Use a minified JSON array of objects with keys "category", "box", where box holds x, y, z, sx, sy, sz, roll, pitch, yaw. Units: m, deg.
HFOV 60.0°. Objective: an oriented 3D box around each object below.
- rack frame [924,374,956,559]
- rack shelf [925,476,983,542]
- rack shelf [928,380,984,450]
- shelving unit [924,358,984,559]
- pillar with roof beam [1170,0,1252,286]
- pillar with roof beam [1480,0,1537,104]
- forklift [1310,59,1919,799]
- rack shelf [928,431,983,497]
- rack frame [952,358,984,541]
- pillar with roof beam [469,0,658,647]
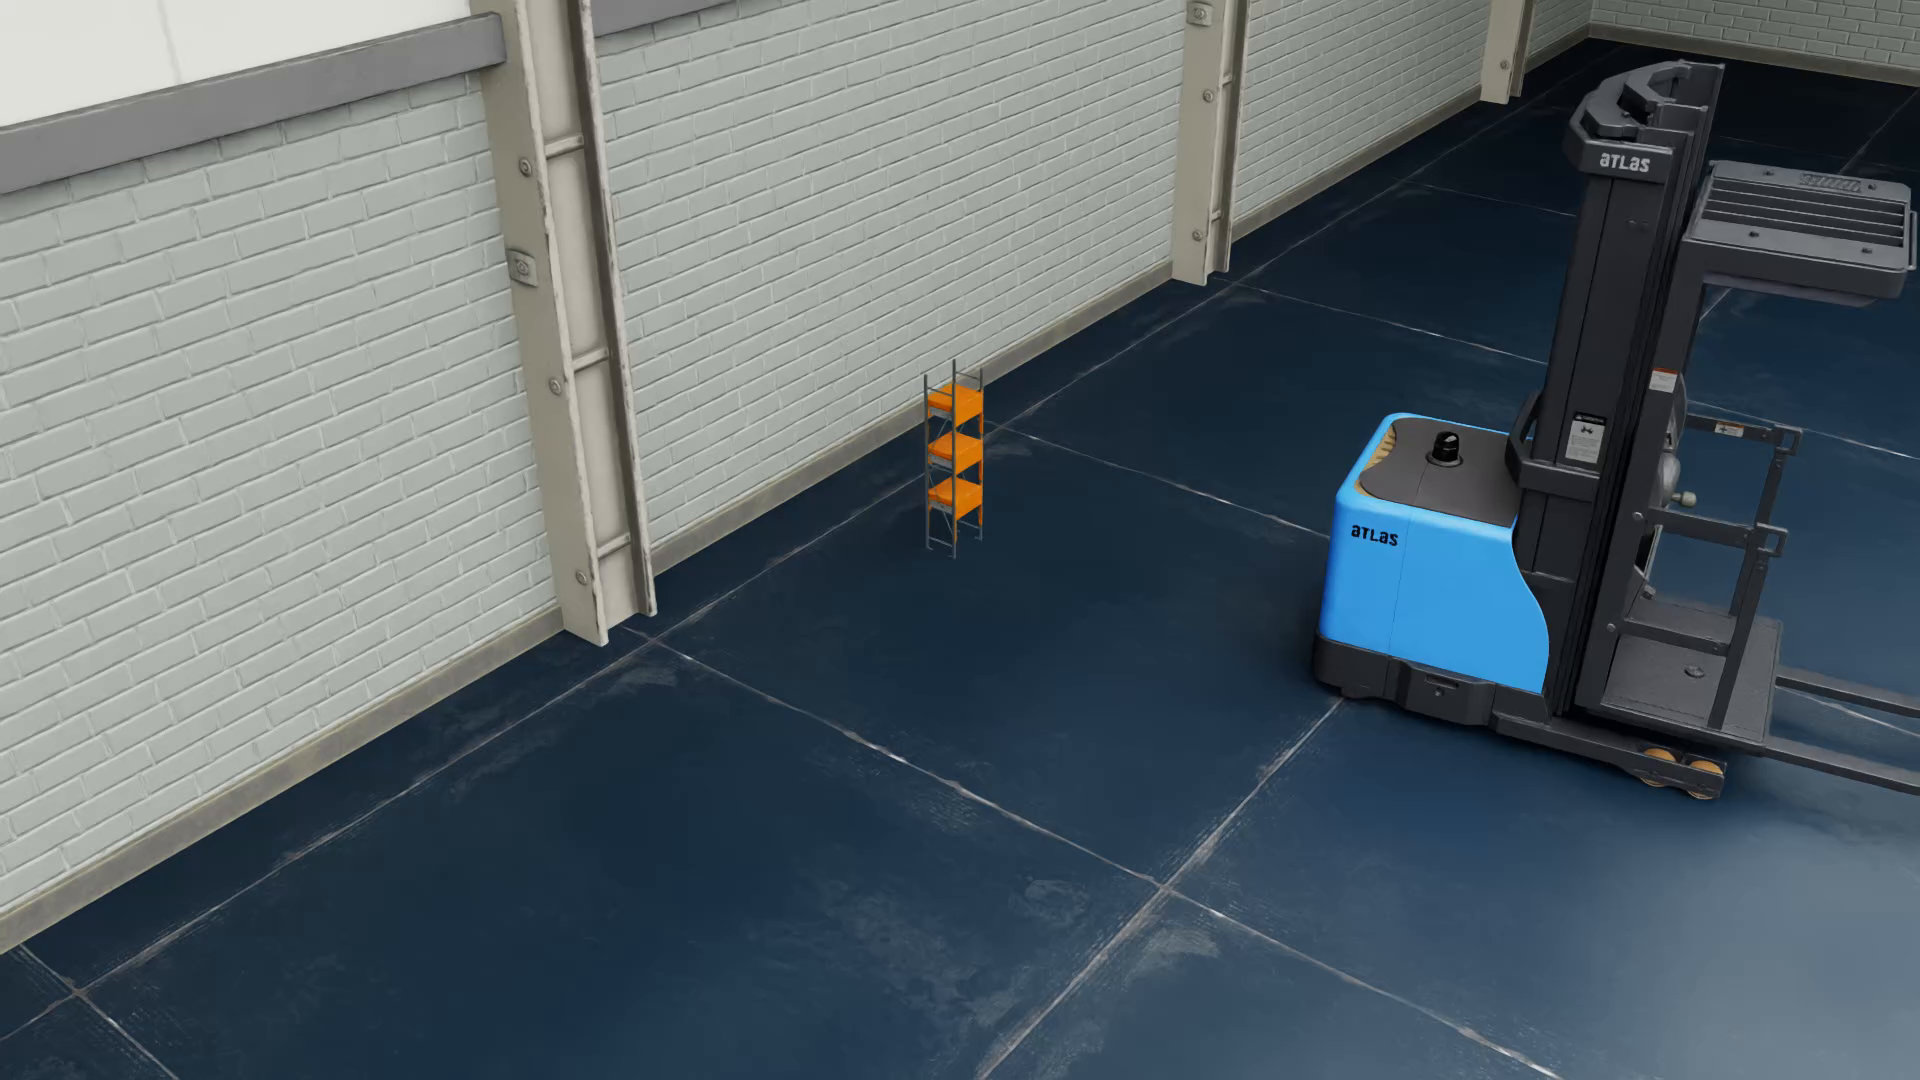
[{"category":"rack frame","box":[-0.106,-0.380,8.862,0.200,1.050,0.008,21,37,31]},{"category":"rack shelf","box":[-0.032,-0.182,9.093,0.215,0.259,0.240,21,37,31]},{"category":"rack shelf","box":[-0.032,-0.665,8.806,0.215,0.259,0.240,21,37,31]},{"category":"shelving unit","box":[-0.032,-0.430,8.946,0.215,1.050,0.252,21,37,31]},{"category":"pillar with roof beam","box":[5.250,-4.576,8.145,9.100,9.000,0.400,21,37,31]},{"category":"pillar with roof beam","box":[8.872,-7.015,12.260,9.100,9.000,0.400,21,37,31]},{"category":"forklift","box":[3.244,-0.430,7.101,3.031,2.935,1.130,14,34,23]},{"category":"rack shelf","box":[-0.032,-0.421,8.951,0.215,0.259,0.240,21,37,31]},{"category":"rack frame","box":[0.041,-0.479,9.029,0.200,1.050,0.008,21,37,31]},{"category":"pillar with roof beam","box":[1.628,-2.137,4.030,9.100,9.000,0.400,21,37,31]}]
